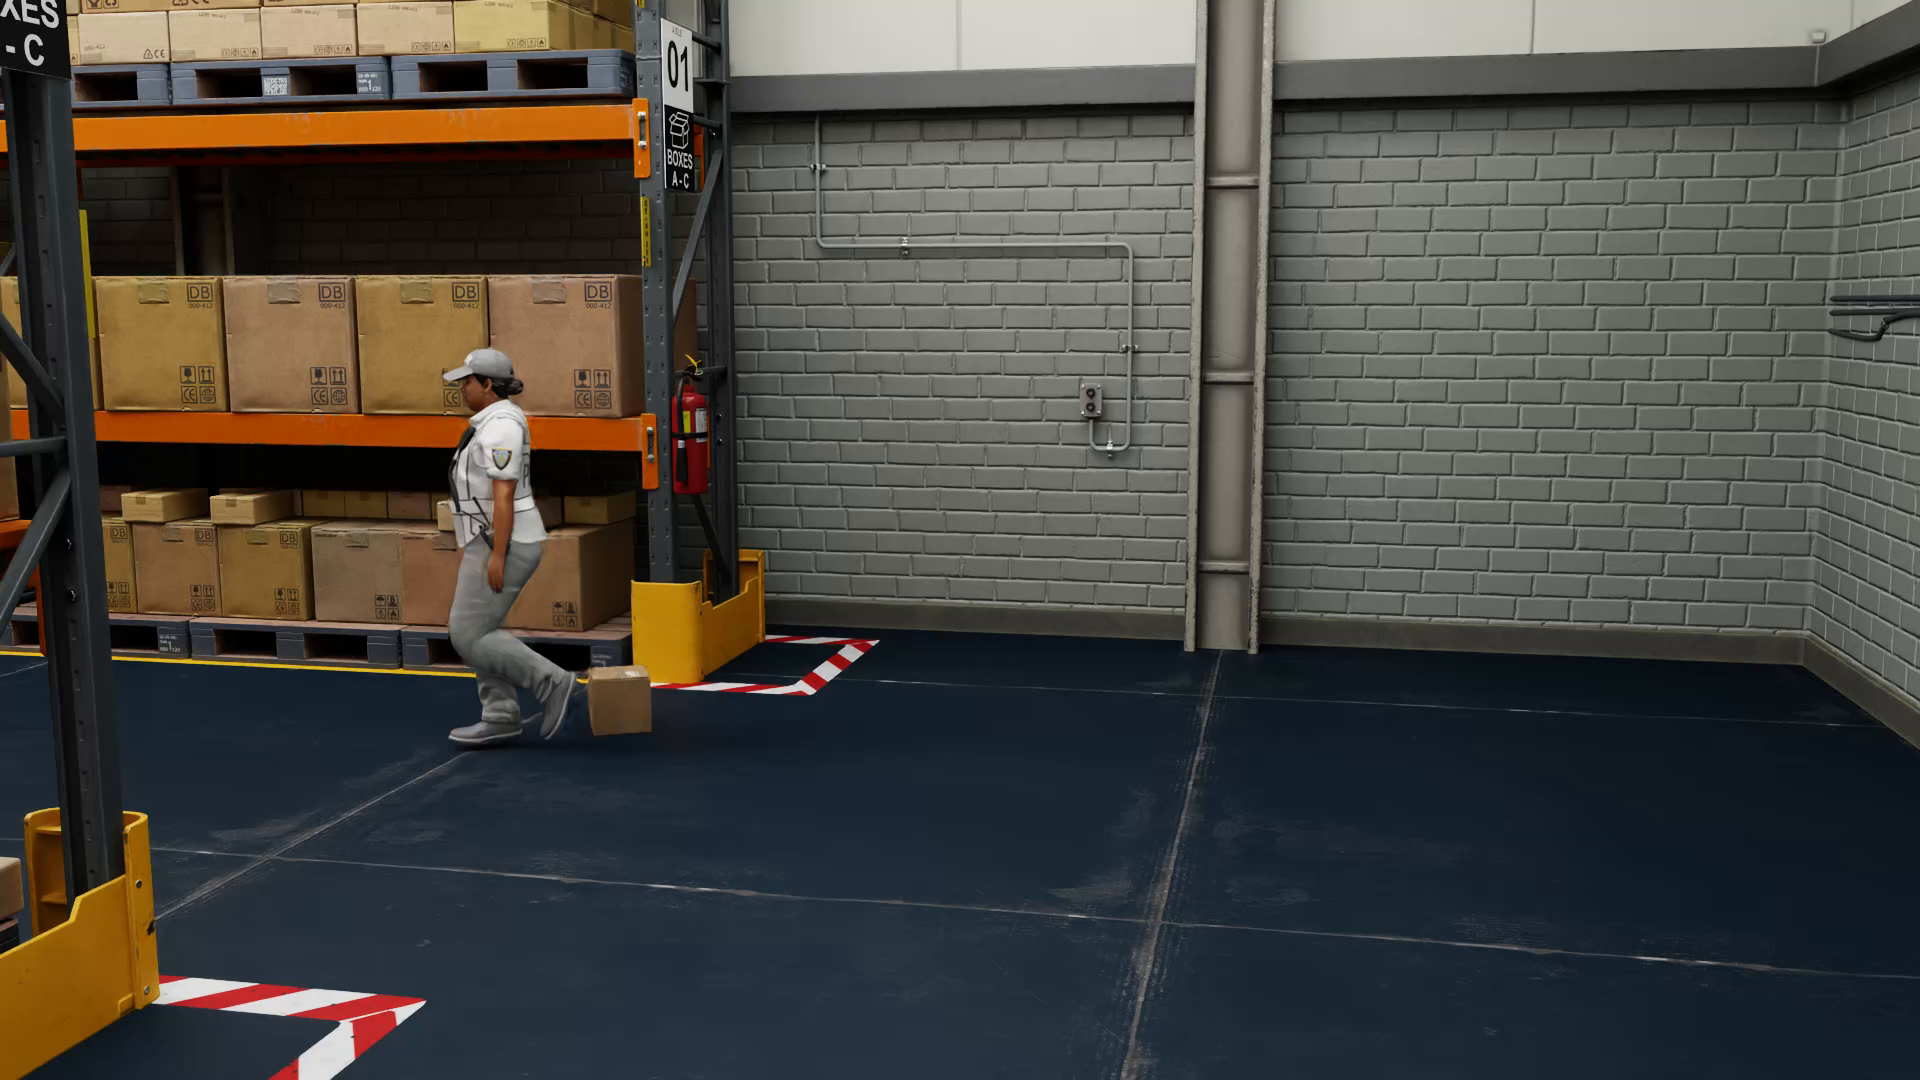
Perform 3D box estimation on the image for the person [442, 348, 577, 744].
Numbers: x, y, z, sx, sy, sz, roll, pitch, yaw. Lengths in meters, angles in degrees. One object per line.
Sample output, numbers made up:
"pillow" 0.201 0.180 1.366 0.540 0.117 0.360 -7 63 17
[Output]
"person" -1.881 0.034 6.895 0.523 1.652 0.490 -3 8 -18
